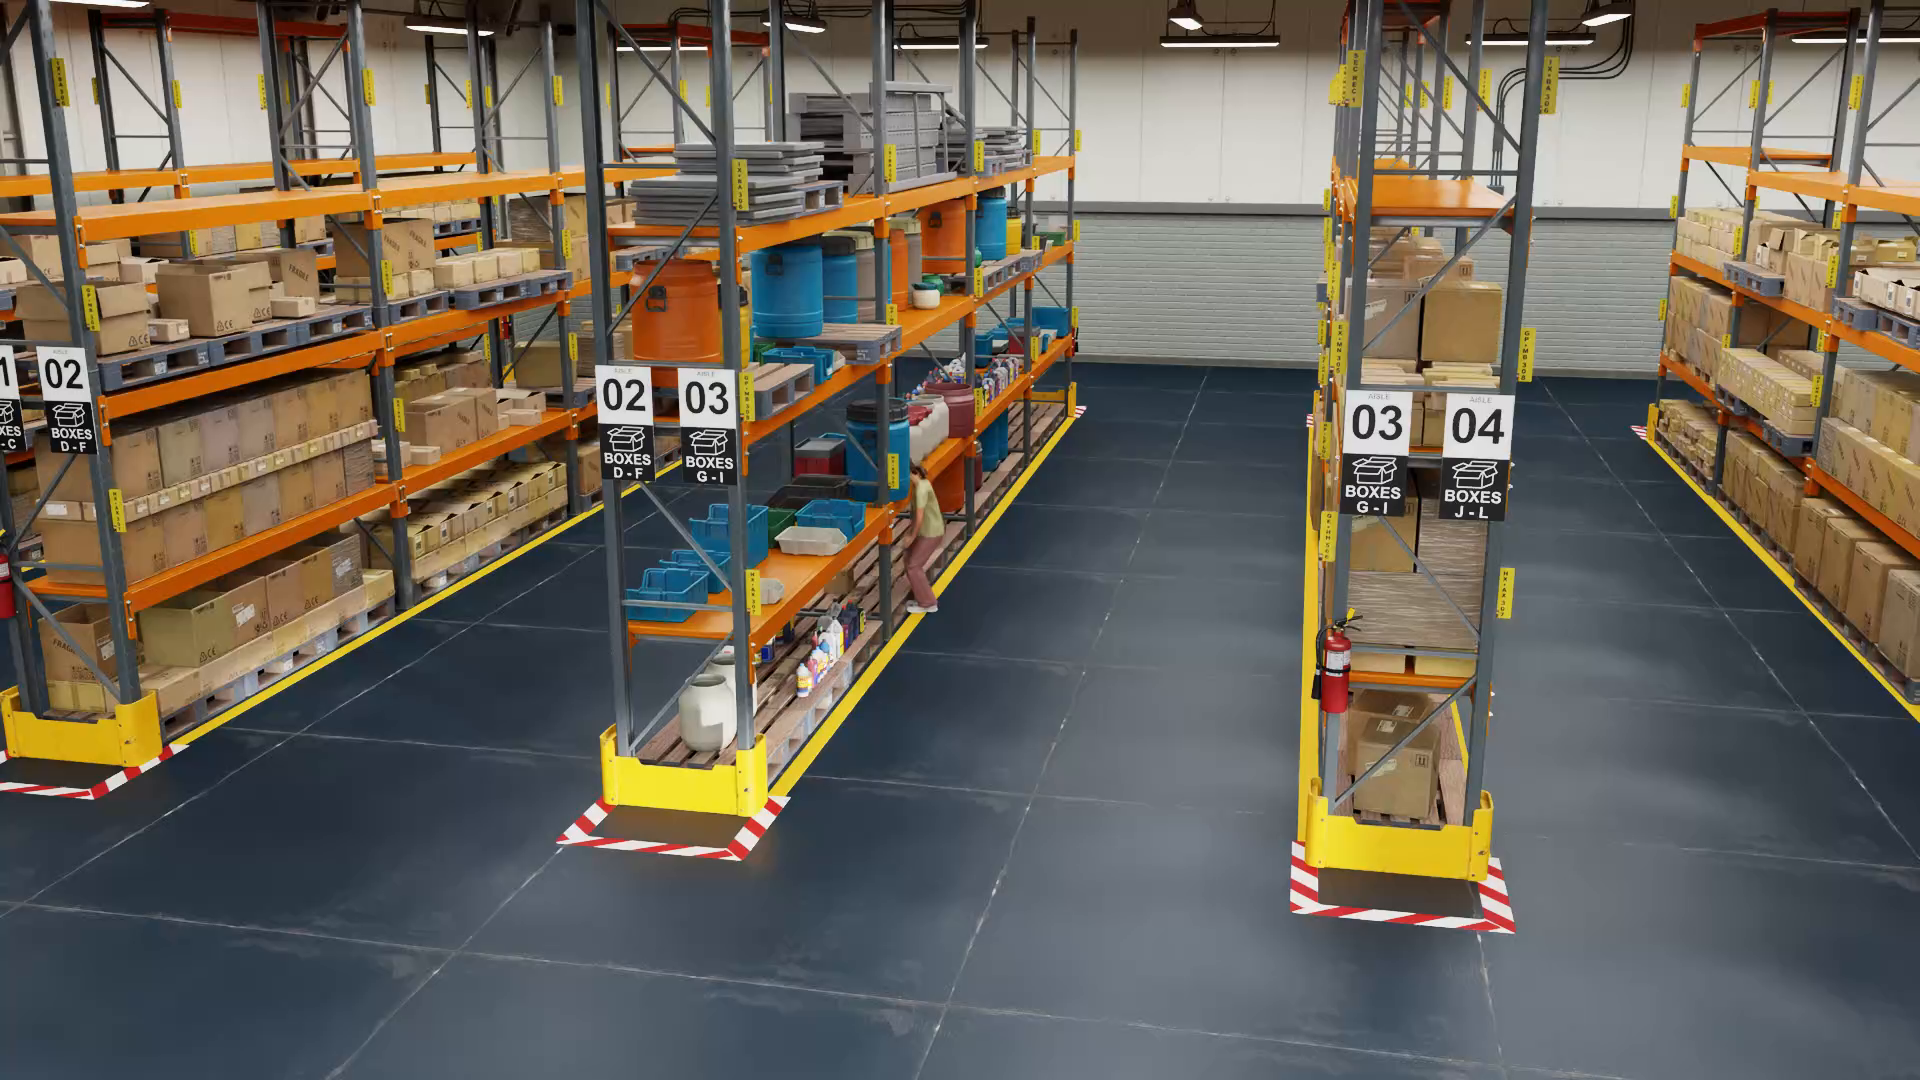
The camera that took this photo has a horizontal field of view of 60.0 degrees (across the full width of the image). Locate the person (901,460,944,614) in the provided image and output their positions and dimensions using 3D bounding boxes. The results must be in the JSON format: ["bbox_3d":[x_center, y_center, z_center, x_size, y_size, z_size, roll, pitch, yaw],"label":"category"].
[{"bbox_3d":[-0.399,-0.048,16.451,0.490,1.555,0.490,-1,15,-3],"label":"person"}]
